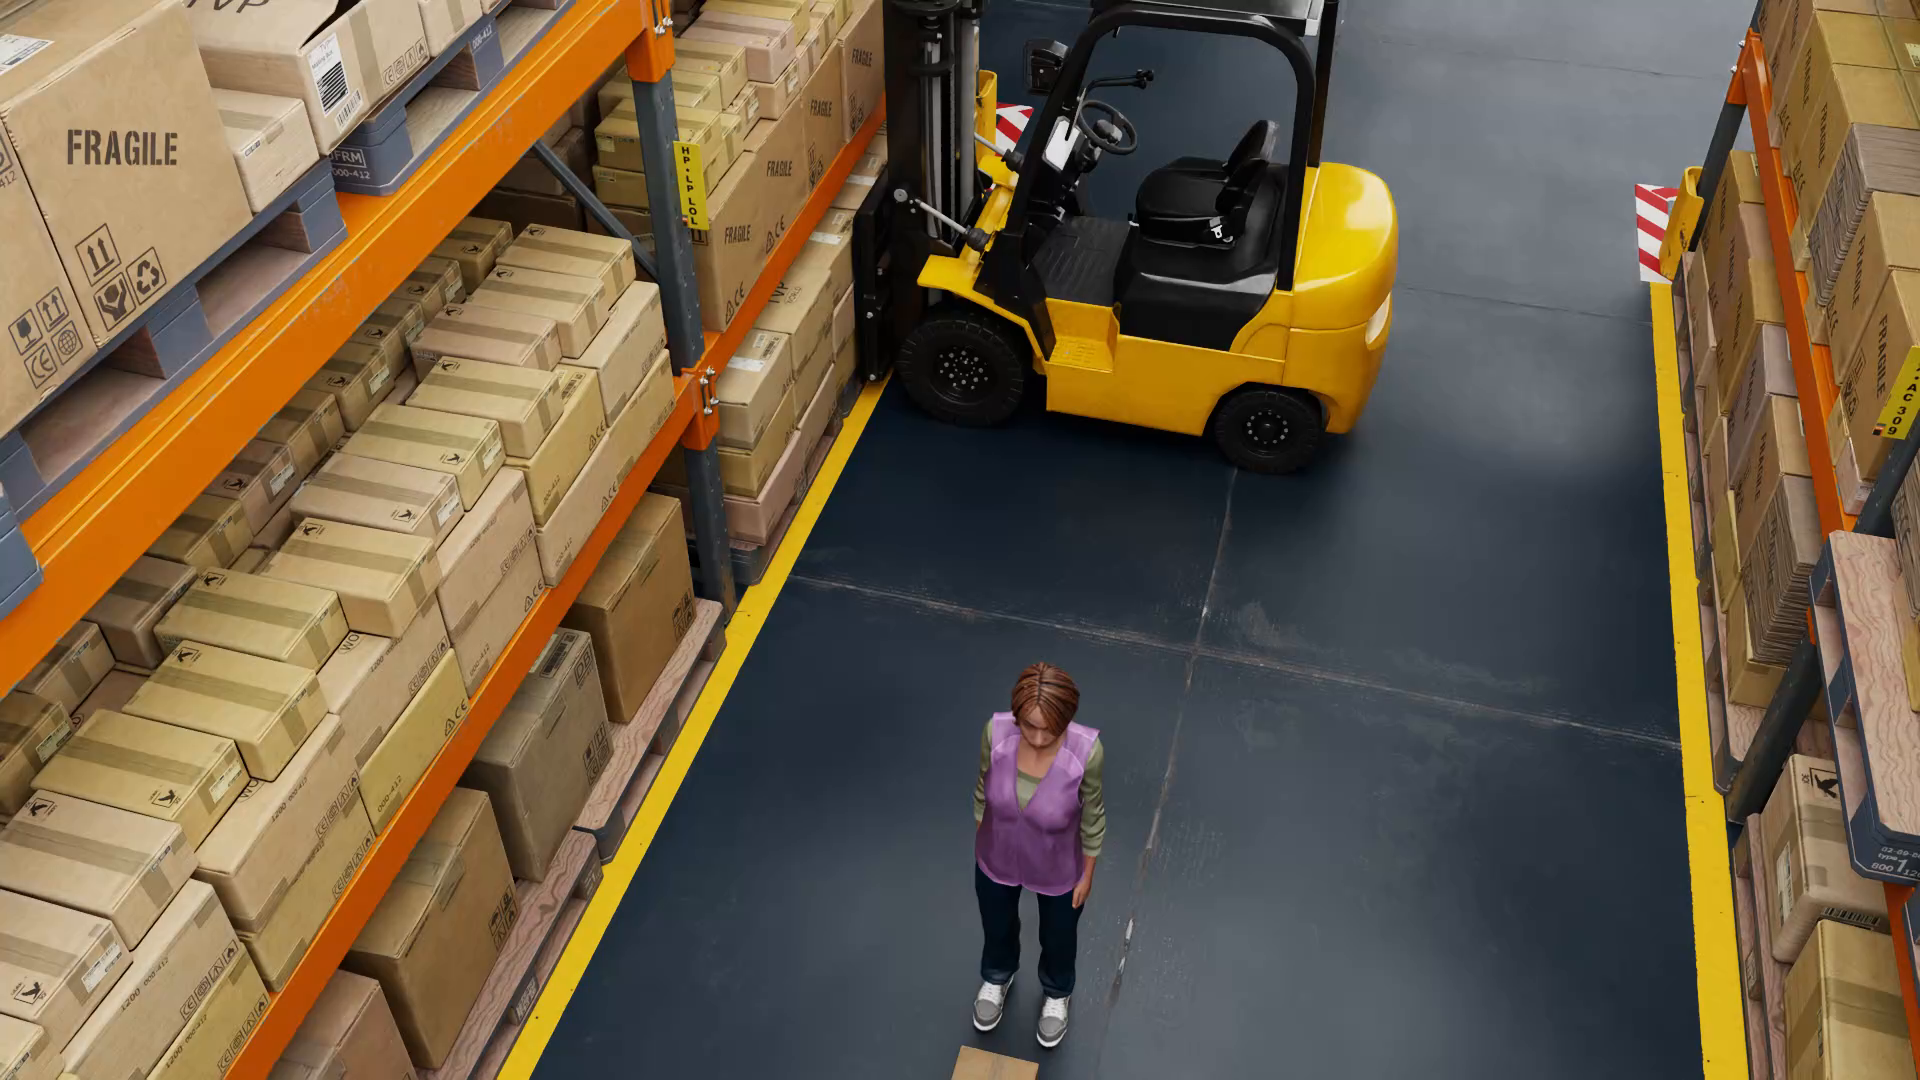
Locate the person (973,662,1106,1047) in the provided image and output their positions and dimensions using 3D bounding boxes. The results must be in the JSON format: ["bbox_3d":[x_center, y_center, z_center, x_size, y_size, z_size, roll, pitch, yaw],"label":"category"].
[{"bbox_3d":[0.232,0.975,5.069,0.405,1.598,0.304,11,43,12],"label":"person"}]
